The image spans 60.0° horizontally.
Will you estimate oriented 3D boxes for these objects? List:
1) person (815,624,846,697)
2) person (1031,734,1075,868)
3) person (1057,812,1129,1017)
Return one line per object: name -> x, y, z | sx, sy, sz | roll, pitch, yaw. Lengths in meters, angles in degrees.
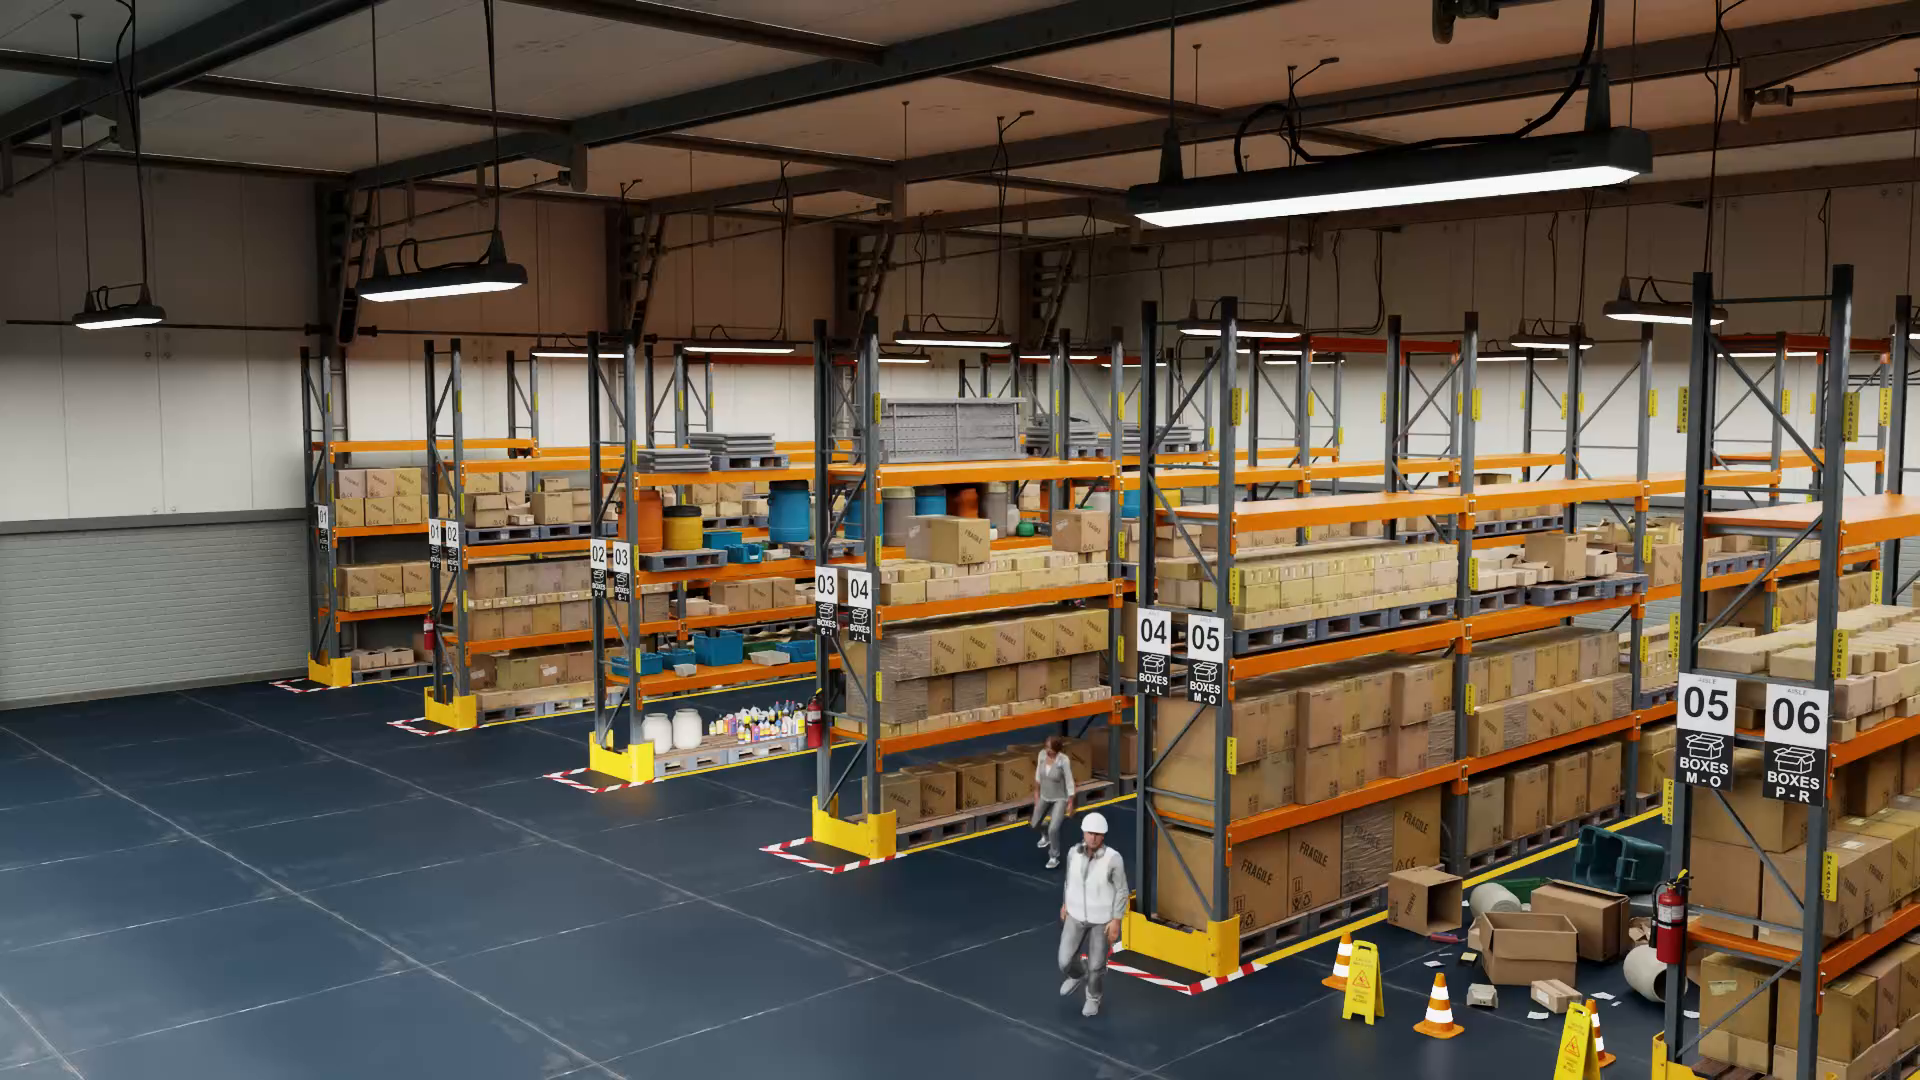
person -> -1.982, 1.940, 26.583 | 0.636, 1.773, 0.763 | 2, 5, 23
person -> 1.018, 2.807, 18.174 | 0.665, 1.505, 0.682 | 3, 6, 32
person -> 1.101, 3.092, 13.735 | 0.645, 1.752, 0.566 | 2, 5, 21
